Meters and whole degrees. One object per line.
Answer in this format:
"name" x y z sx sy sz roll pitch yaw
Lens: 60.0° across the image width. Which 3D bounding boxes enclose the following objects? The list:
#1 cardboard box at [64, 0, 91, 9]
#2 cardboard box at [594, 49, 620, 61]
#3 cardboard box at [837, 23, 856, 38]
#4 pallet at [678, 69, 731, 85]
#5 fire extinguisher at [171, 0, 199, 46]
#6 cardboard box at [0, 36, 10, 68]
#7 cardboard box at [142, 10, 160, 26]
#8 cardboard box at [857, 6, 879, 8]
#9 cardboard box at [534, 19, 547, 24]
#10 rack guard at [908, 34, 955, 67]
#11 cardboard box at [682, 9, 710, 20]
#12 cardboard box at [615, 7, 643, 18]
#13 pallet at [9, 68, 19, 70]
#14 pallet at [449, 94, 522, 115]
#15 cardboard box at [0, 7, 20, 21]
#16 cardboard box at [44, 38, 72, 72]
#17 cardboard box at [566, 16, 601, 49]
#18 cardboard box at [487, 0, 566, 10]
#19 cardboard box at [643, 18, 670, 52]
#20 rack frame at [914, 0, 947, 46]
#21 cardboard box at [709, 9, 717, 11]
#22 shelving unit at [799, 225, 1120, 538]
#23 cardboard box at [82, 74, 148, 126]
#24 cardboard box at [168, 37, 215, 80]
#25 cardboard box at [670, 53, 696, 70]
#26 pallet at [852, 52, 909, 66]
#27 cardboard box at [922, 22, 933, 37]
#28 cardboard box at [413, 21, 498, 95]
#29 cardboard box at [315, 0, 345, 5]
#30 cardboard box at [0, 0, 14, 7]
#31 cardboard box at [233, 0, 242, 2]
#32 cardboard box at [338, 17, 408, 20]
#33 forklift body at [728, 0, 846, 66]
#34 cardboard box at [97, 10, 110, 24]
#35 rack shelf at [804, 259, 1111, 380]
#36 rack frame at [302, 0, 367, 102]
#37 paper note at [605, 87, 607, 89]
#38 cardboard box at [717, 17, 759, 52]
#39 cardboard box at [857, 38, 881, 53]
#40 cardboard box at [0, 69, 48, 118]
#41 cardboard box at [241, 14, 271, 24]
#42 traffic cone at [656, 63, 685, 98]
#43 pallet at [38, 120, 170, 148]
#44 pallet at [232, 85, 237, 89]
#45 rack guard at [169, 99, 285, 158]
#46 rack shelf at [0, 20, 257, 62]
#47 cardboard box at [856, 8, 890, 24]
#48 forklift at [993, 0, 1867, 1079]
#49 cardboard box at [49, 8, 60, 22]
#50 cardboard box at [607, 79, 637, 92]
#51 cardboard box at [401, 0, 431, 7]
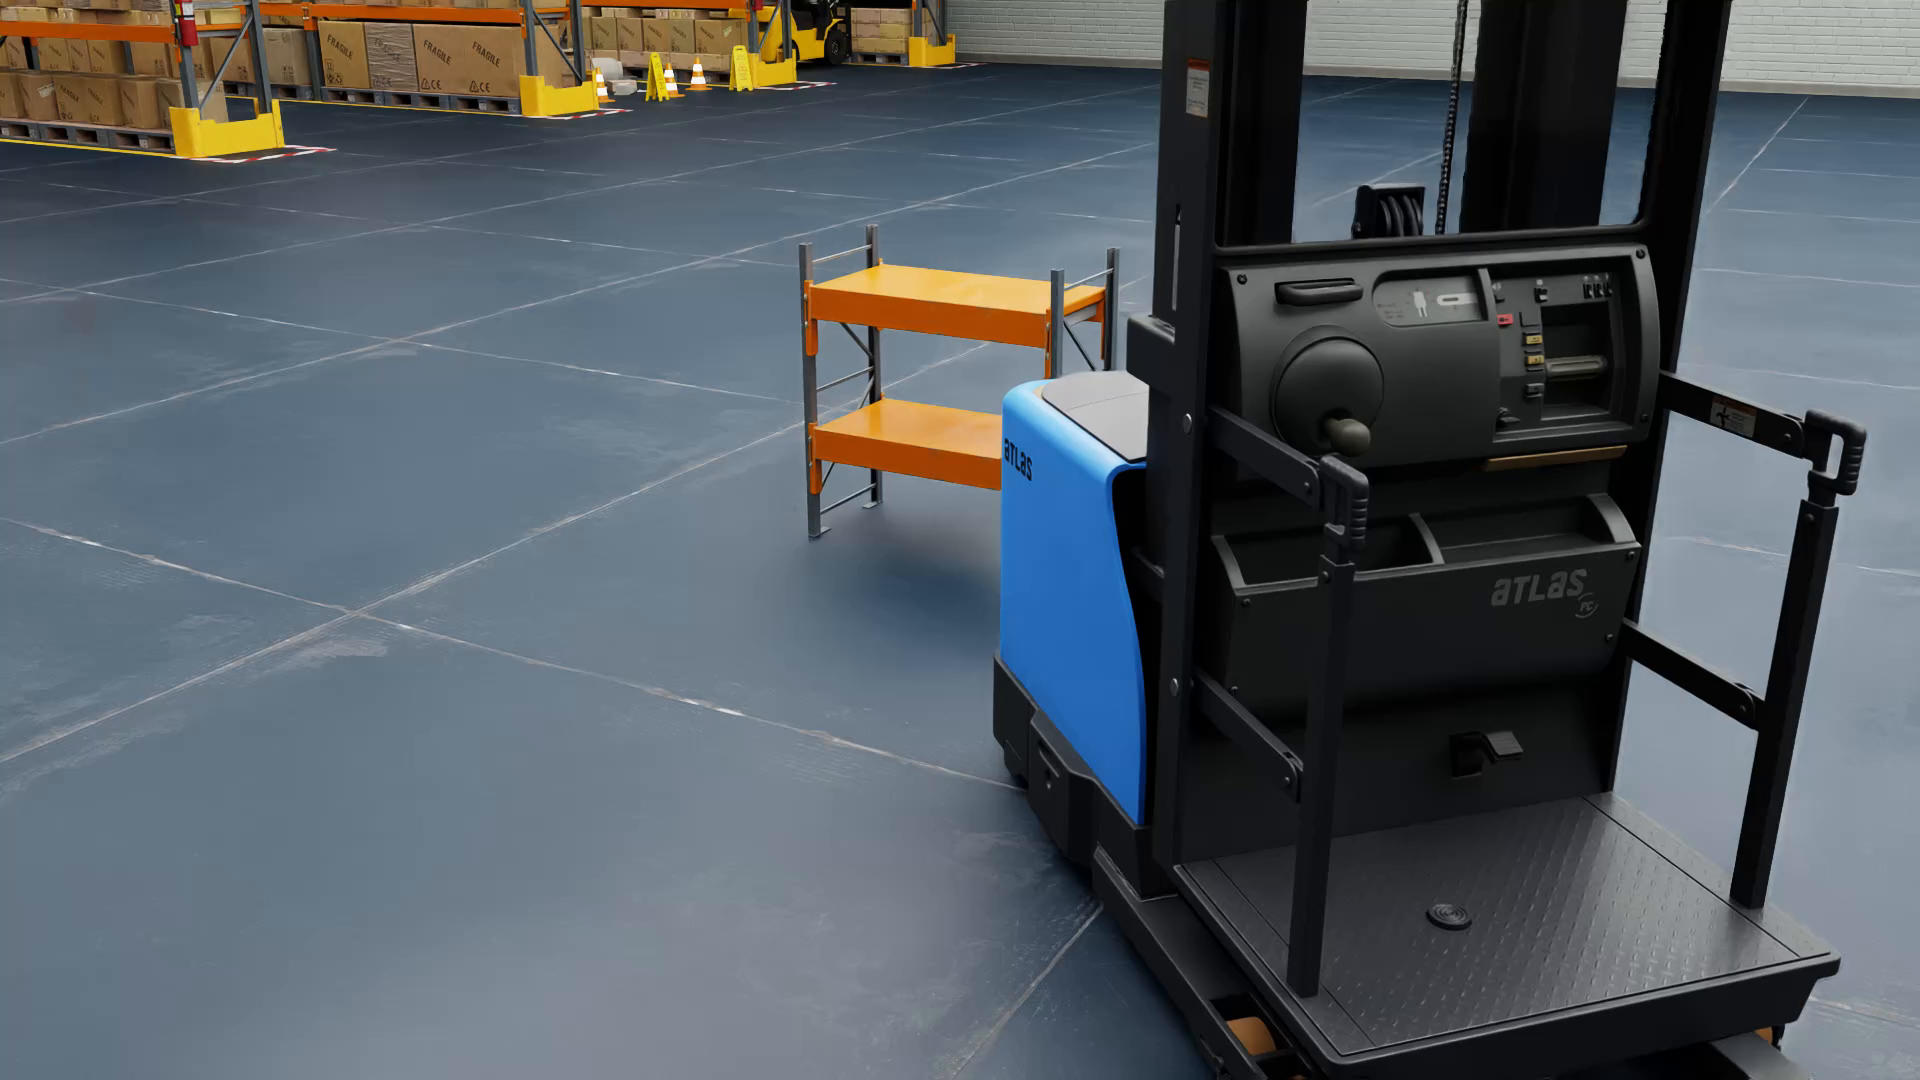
"cardboard box" -9.152 -6.013 17.961 0.500 0.500 0.875 11 23 27
"cardboard box" -5.579 -7.840 26.995 0.500 0.250 0.500 12 23 30
"cardboard box" -1.995 -9.306 30.304 0.500 0.250 0.500 10 22 26
"pallet" -3.700 -7.381 26.403 1.213 0.211 1.003 11 23 27
"fire extinguisher" -7.899 -5.391 16.941 0.183 0.674 0.296 11 23 27
"cardboard box" -15.228 -7.859 26.683 0.500 0.500 0.500 12 23 29
"cardboard box" -8.342 -5.493 17.478 0.250 0.149 0.380 11 23 27
"cardboard box" -1.721 -9.691 30.634 0.500 0.250 0.500 11 22 27
"cardboard box" -8.414 -10.457 33.845 0.500 0.500 0.500 10 22 26
"rack guard" -0.503 -8.833 29.982 0.348 0.500 1.175 11 23 27
"cardboard box" -4.121 -8.193 25.917 0.250 0.149 0.380 12 23 29
"cardboard box" -5.284 -8.415 26.531 0.250 0.149 0.380 12 23 30
"pallet" -15.063 -7.599 27.004 1.213 0.211 1.003 11 23 27
"pallet" -6.004 -5.842 22.161 1.213 0.211 1.003 11 23 27
"cardboard box" -10.361 -5.834 18.417 0.250 0.149 0.380 11 23 27
"cardboard box" -13.875 -7.598 25.963 0.500 0.500 0.500 10 22 25
"cardboard box" -6.050 -8.278 27.103 0.500 0.500 0.500 12 23 30
"cardboard box" -5.613 -7.162 21.490 0.550 0.550 0.875 11 23 27
"cardboard box" -4.663 -8.018 26.388 0.500 0.500 0.500 10 22 26
"rack frame" -0.524 -10.012 29.567 0.127 3.000 1.000 11 23 27
"cardboard box" -5.151 -9.973 32.326 0.625 0.625 0.875 11 22 27
"shelving unit" -0.006 -0.530 6.176 1.048 1.125 0.538 11 23 27
"cardboard box" -9.387 -4.914 18.562 0.500 0.500 0.500 13 24 32
"cardboard box" -10.999 -7.241 24.612 0.750 0.750 1.050 11 23 28
"cardboard box" -4.227 -7.581 26.283 0.500 0.250 0.500 11 23 27
"pallet" -1.212 -8.816 30.359 1.213 0.211 1.003 11 23 27
"cardboard box" -0.833 -9.292 30.265 0.500 0.250 0.500 11 23 28
"cardboard box" -6.661 -6.481 22.332 0.875 0.875 0.875 10 22 26
"cardboard box" -8.431 -7.721 23.032 0.550 0.550 0.875 11 23 27
"cardboard box" -10.485 -6.249 18.609 0.500 0.500 0.875 11 23 27
"cardboard box" -10.228 -7.931 23.683 0.500 0.500 0.500 11 23 28
"cardboard box" -10.488 -9.202 29.835 0.875 0.875 0.875 11 22 27
"forklift body" -3.069 -9.385 29.084 1.214 2.155 2.313 11 23 27
"cardboard box" -8.994 -5.619 17.826 0.250 0.149 0.380 11 23 27
"rack shelf" -0.006 -0.805 6.077 1.000 0.278 0.538 11 23 27
"rack frame" -8.759 -7.708 23.217 0.127 3.000 1.000 11 23 27
"paper note" -5.406 -6.883 25.312 0.148 0.019 0.142 -16 26 -38
"cardboard box" -3.532 -8.011 26.368 0.500 0.500 0.500 10 22 26
"cardboard box" -1.518 -8.986 30.156 0.500 0.250 0.500 11 23 27
"cardboard box" -10.937 -5.193 19.331 0.500 0.500 0.500 10 22 26
"cardboard box" -12.837 -9.649 31.065 0.875 0.875 0.875 12 23 29
"traffic cone" -4.191 -6.642 23.996 0.334 0.463 0.336 11 23 27
"pallet" -9.594 -4.634 18.831 1.213 0.211 1.003 11 23 27
"pallet" -11.600 -6.909 25.103 1.213 0.211 1.003 11 23 27
"rack guard" -7.841 -4.421 17.820 0.348 0.500 1.175 11 23 27
"rack shelf" -9.521 -5.578 18.398 4.000 0.370 1.077 11 23 27
"cardboard box" -1.527 -9.454 29.978 0.500 0.250 0.500 11 23 28
"forklift" 1.017 -0.353 3.041 1.130 2.935 3.031 -6 21 -16
"cardboard box" -9.669 -5.732 18.136 0.250 0.149 0.380 11 23 27
"cardboard box" -5.070 -6.810 24.921 0.380 0.149 0.250 -11 23 -29
"cardboard box" -7.015 -7.453 22.293 0.500 0.550 0.875 11 23 27
